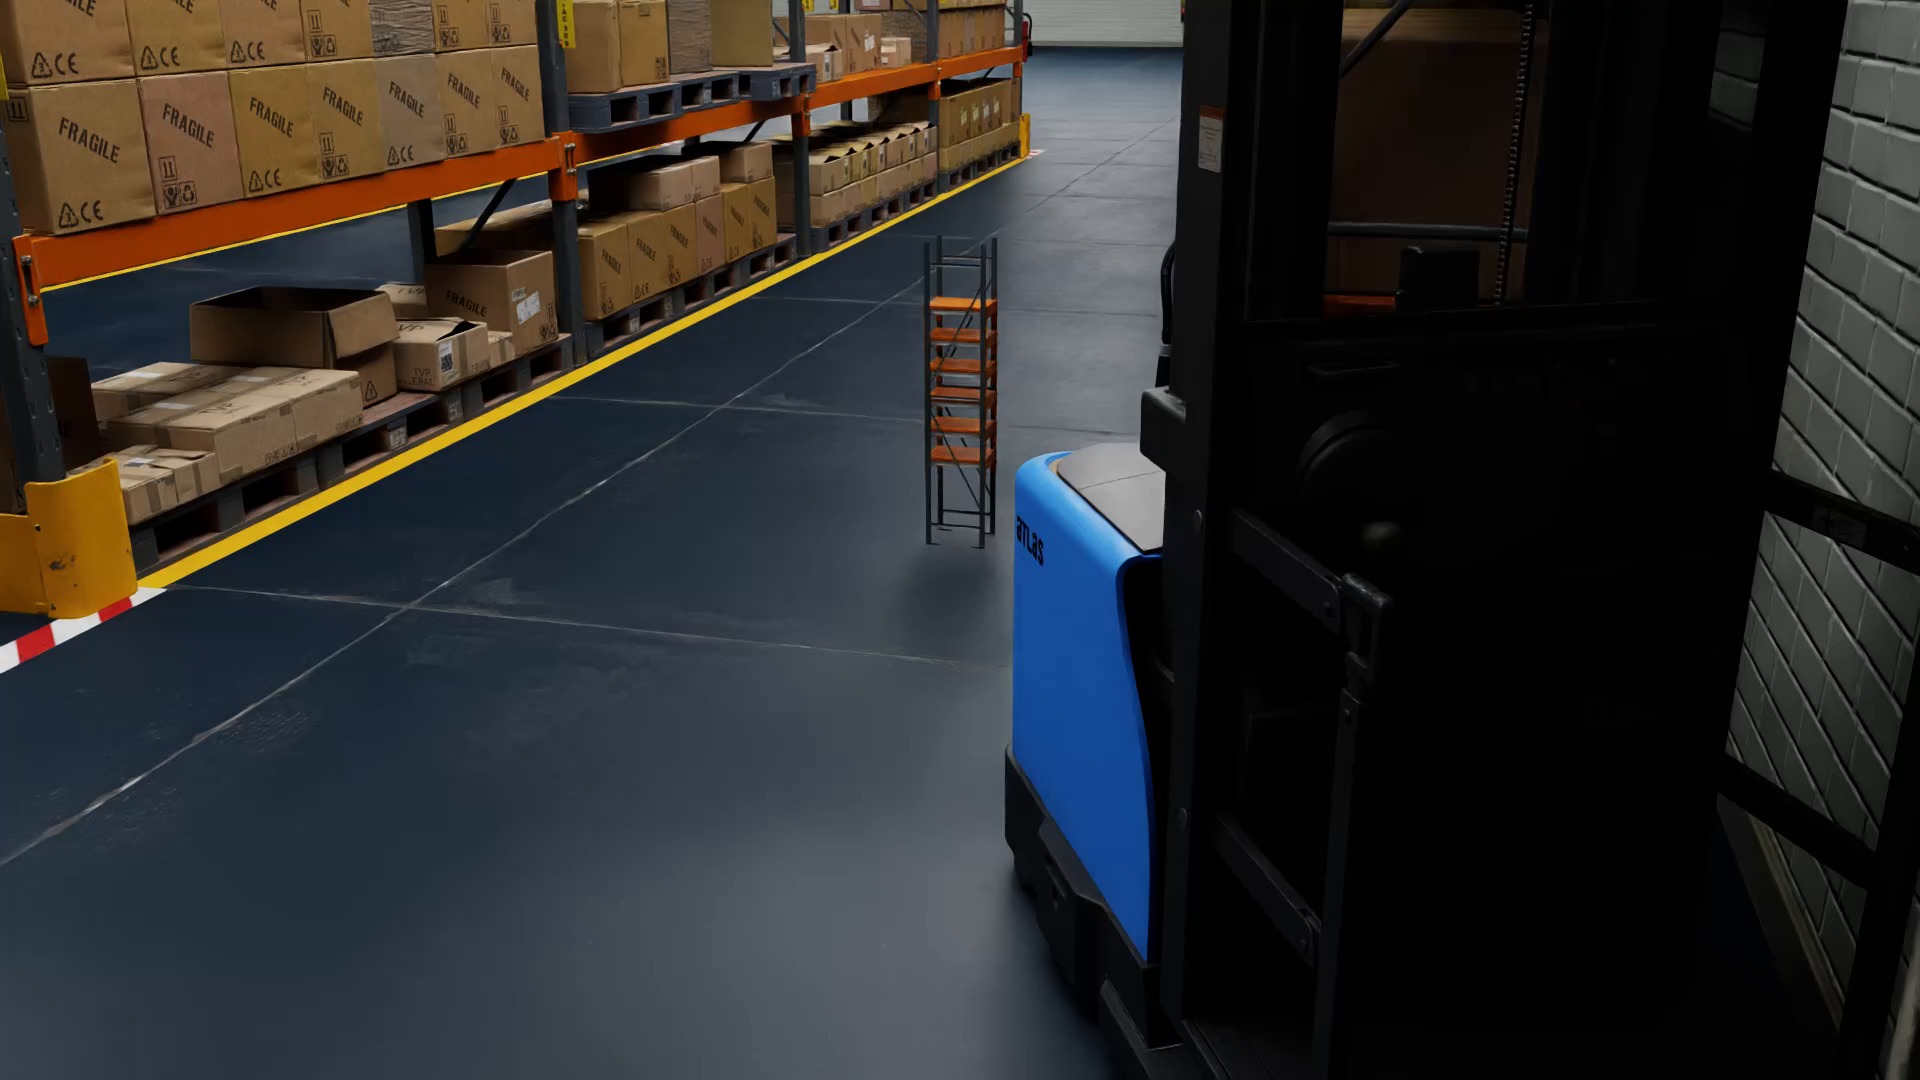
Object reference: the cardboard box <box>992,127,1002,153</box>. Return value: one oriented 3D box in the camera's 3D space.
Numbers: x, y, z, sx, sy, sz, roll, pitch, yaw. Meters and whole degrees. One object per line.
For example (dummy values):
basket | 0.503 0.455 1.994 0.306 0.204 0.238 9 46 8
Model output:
cardboard box | 0.188 -4.617 19.168 0.500 0.250 0.500 5 19 13

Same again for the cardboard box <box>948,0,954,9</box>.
cardboard box | -0.275 -5.637 17.392 0.380 0.149 0.250 4 19 13

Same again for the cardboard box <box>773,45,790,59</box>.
cardboard box | -1.560 -3.786 13.270 0.500 0.311 0.500 6 20 17

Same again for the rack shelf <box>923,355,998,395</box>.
rack shelf | 0.004 -0.644 6.482 0.258 0.103 0.180 5 19 13

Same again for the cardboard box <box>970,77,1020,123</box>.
cardboard box | 0.421 -5.286 19.968 0.500 0.500 0.500 5 19 13

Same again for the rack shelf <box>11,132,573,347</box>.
rack shelf | -3.157 -1.497 7.542 1.077 0.370 4.000 5 19 13

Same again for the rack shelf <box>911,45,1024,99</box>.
rack shelf | -0.225 -5.258 18.554 1.077 0.370 4.000 5 19 13

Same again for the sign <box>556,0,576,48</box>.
sign | -2.140 -2.833 9.003 0.100 0.325 0.005 5 19 13

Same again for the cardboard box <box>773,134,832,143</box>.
cardboard box | -1.430 -3.543 15.156 0.500 0.311 0.500 5 20 15

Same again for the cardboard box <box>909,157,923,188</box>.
cardboard box | -0.659 -3.558 16.068 0.500 0.250 0.500 4 19 13

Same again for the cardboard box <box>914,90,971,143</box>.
cardboard box | -0.182 -4.502 17.672 0.500 0.500 0.500 5 19 13

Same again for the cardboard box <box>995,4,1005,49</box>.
cardboard box | 0.137 -6.127 19.832 0.700 0.500 0.500 5 19 13

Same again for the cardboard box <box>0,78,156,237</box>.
cardboard box | -3.281 -1.376 5.921 0.500 0.500 0.500 5 20 15

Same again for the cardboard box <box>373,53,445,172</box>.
cardboard box | -2.789 -2.012 7.782 0.500 0.500 0.500 5 20 15

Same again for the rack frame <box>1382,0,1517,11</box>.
rack frame | 2.136 -2.074 8.120 1.000 3.000 0.127 5 19 13

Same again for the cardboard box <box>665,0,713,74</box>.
cardboard box | -2.144 -3.486 11.449 0.700 0.500 0.500 9 21 24

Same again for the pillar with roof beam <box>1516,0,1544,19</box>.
pillar with roof beam | 0.096 -6.846 12.809 9.100 9.000 0.400 5 19 13

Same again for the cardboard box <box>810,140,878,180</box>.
cardboard box | -1.031 -3.347 14.582 0.500 0.311 0.500 4 19 12

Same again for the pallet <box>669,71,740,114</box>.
pallet | -2.161 -3.017 11.177 1.003 0.211 1.213 5 19 13

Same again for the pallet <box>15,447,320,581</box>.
pallet | -3.433 -0.165 6.843 1.003 0.211 1.213 5 19 13

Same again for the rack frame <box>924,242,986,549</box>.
rack frame | -0.019 -0.544 6.423 0.240 1.200 0.006 5 19 13

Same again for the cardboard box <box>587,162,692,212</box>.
cardboard box | -2.069 -2.290 10.778 0.500 0.250 0.500 5 19 13

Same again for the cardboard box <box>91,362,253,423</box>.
cardboard box | -3.490 -0.603 7.385 0.500 0.250 0.500 5 19 13

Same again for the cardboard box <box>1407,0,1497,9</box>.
cardboard box | 2.501 -2.750 8.293 0.500 0.250 0.500 5 20 15

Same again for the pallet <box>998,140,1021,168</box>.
pallet | 0.118 -4.663 20.012 1.003 0.211 1.213 5 19 13

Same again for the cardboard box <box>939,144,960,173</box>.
cardboard box | -0.306 -3.991 17.335 0.500 0.250 0.500 5 19 13

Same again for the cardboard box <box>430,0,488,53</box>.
cardboard box | -2.663 -2.645 8.089 0.500 0.500 0.500 4 19 12

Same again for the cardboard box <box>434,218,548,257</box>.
cardboard box | -2.825 -1.667 10.113 0.500 0.500 0.500 5 19 13

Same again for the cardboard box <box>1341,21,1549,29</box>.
cardboard box | 1.441 -1.352 5.541 0.980 0.700 0.700 5 19 13

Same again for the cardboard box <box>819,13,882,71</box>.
cardboard box | -1.046 -4.614 15.402 0.500 0.500 0.500 6 20 17

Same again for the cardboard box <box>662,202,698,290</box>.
cardboard box | -2.065 -1.946 10.931 0.500 0.500 0.500 5 19 14

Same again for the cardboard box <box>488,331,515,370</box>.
cardboard box | -2.566 -1.000 8.705 0.380 0.149 0.250 5 19 13

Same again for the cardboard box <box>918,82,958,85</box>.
cardboard box | -0.313 -5.013 19.167 0.500 0.500 0.500 5 19 13

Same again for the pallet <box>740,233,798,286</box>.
pallet | -1.910 -2.167 12.706 1.003 0.211 1.213 5 19 13

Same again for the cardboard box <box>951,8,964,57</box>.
cardboard box | -0.362 -5.481 17.940 0.700 0.500 0.500 5 19 14

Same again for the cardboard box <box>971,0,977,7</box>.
cardboard box | -0.022 -5.959 18.334 0.380 0.149 0.250 4 19 13

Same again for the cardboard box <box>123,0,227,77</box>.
cardboard box | -3.161 -2.014 6.241 0.500 0.500 0.500 5 19 14

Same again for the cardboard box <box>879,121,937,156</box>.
cardboard box | -0.534 -3.985 16.451 0.500 0.311 0.500 5 19 13

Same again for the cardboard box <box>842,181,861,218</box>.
cardboard box | -1.156 -2.914 14.183 0.500 0.250 0.500 4 19 12

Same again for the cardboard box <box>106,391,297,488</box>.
cardboard box | -3.115 -0.422 6.856 0.500 0.250 0.500 5 19 13

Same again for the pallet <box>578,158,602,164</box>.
pallet | -5.015 -4.635 19.932 1.003 0.211 1.213 5 19 13

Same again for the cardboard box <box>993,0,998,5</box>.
cardboard box | 0.230 -6.283 19.282 0.380 0.149 0.250 4 19 13

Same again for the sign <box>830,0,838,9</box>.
sign | -1.252 -5.462 16.577 0.100 0.325 0.005 5 19 13

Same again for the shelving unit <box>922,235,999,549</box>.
shelving unit | 0.004 -0.572 6.507 0.258 1.200 0.189 5 19 13

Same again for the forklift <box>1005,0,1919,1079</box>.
forklift | 0.975 -0.156 2.609 1.130 2.935 3.031 -5 19 -14
